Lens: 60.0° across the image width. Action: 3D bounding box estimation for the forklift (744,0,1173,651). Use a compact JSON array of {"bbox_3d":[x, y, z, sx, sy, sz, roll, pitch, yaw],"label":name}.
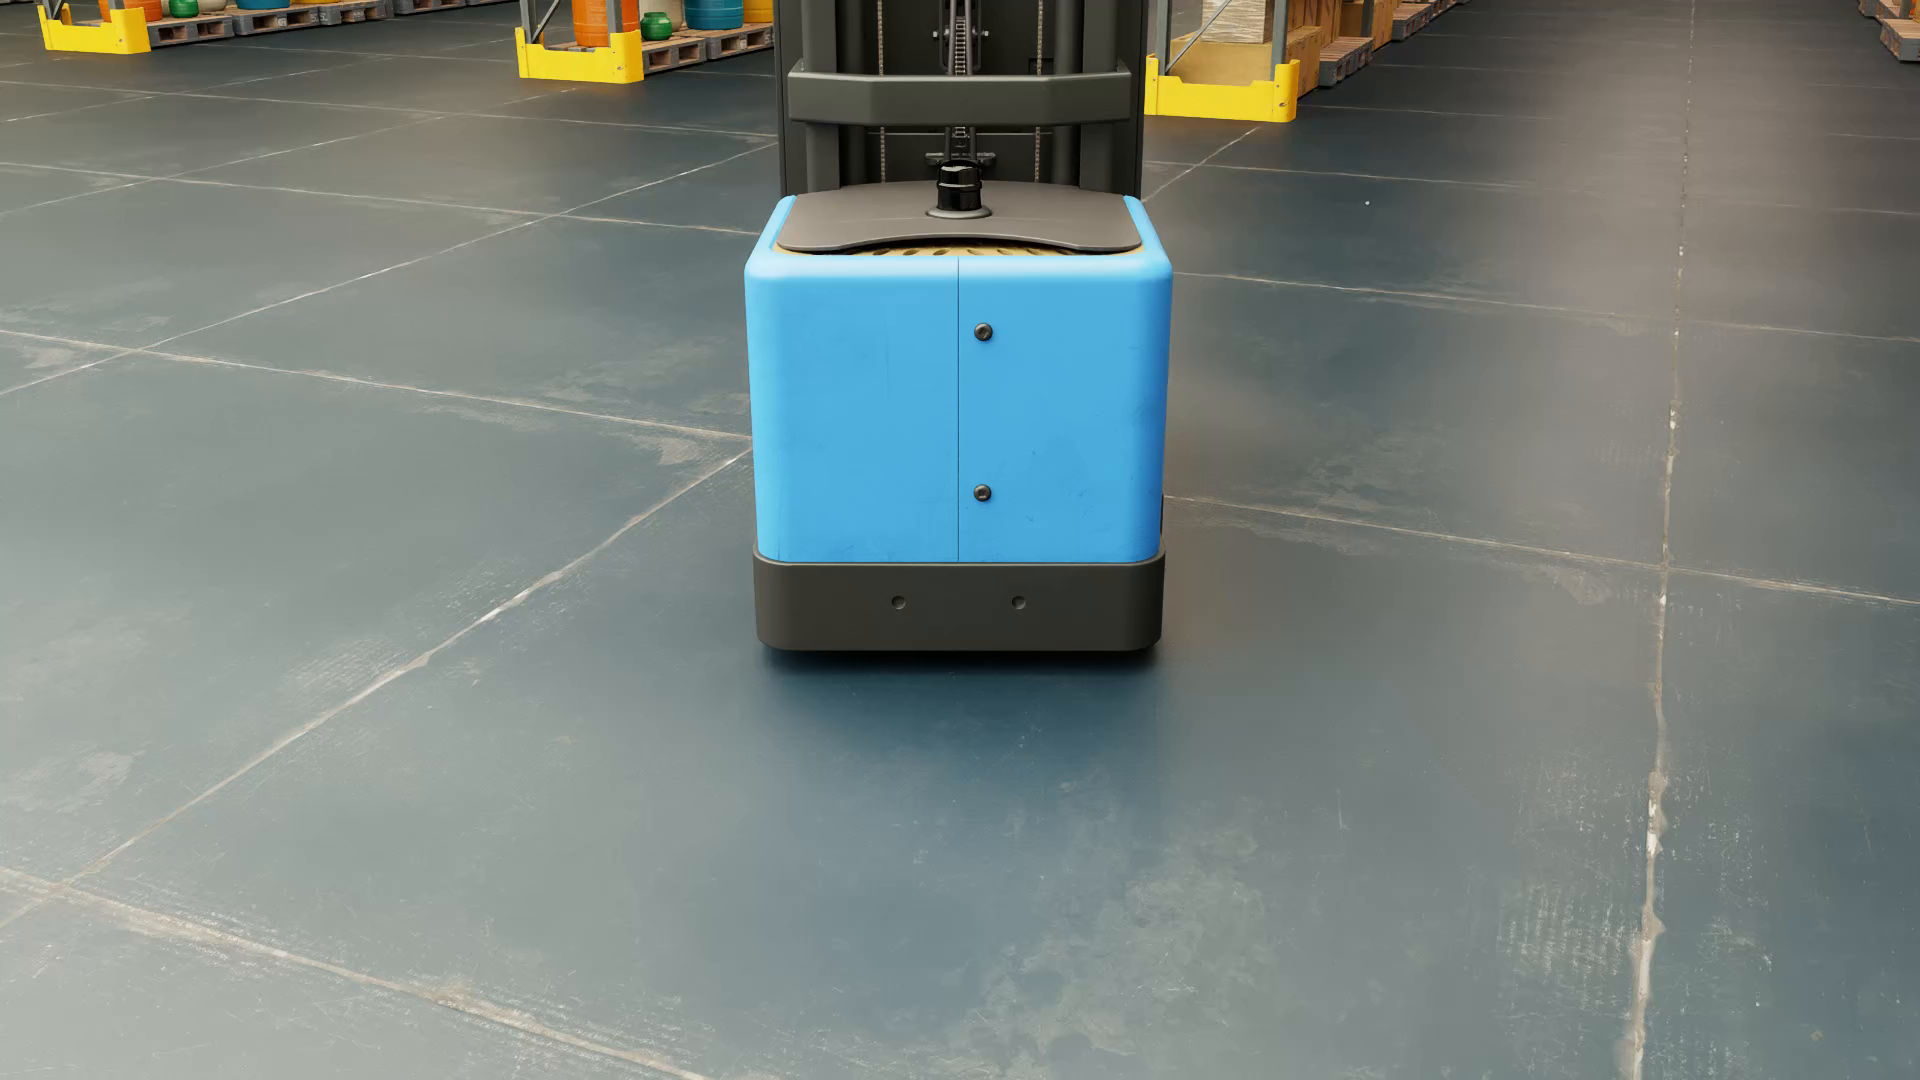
[{"bbox_3d":[0.002,-1.587,5.089,1.130,2.935,3.031,0,23,0],"label":"forklift"}]
